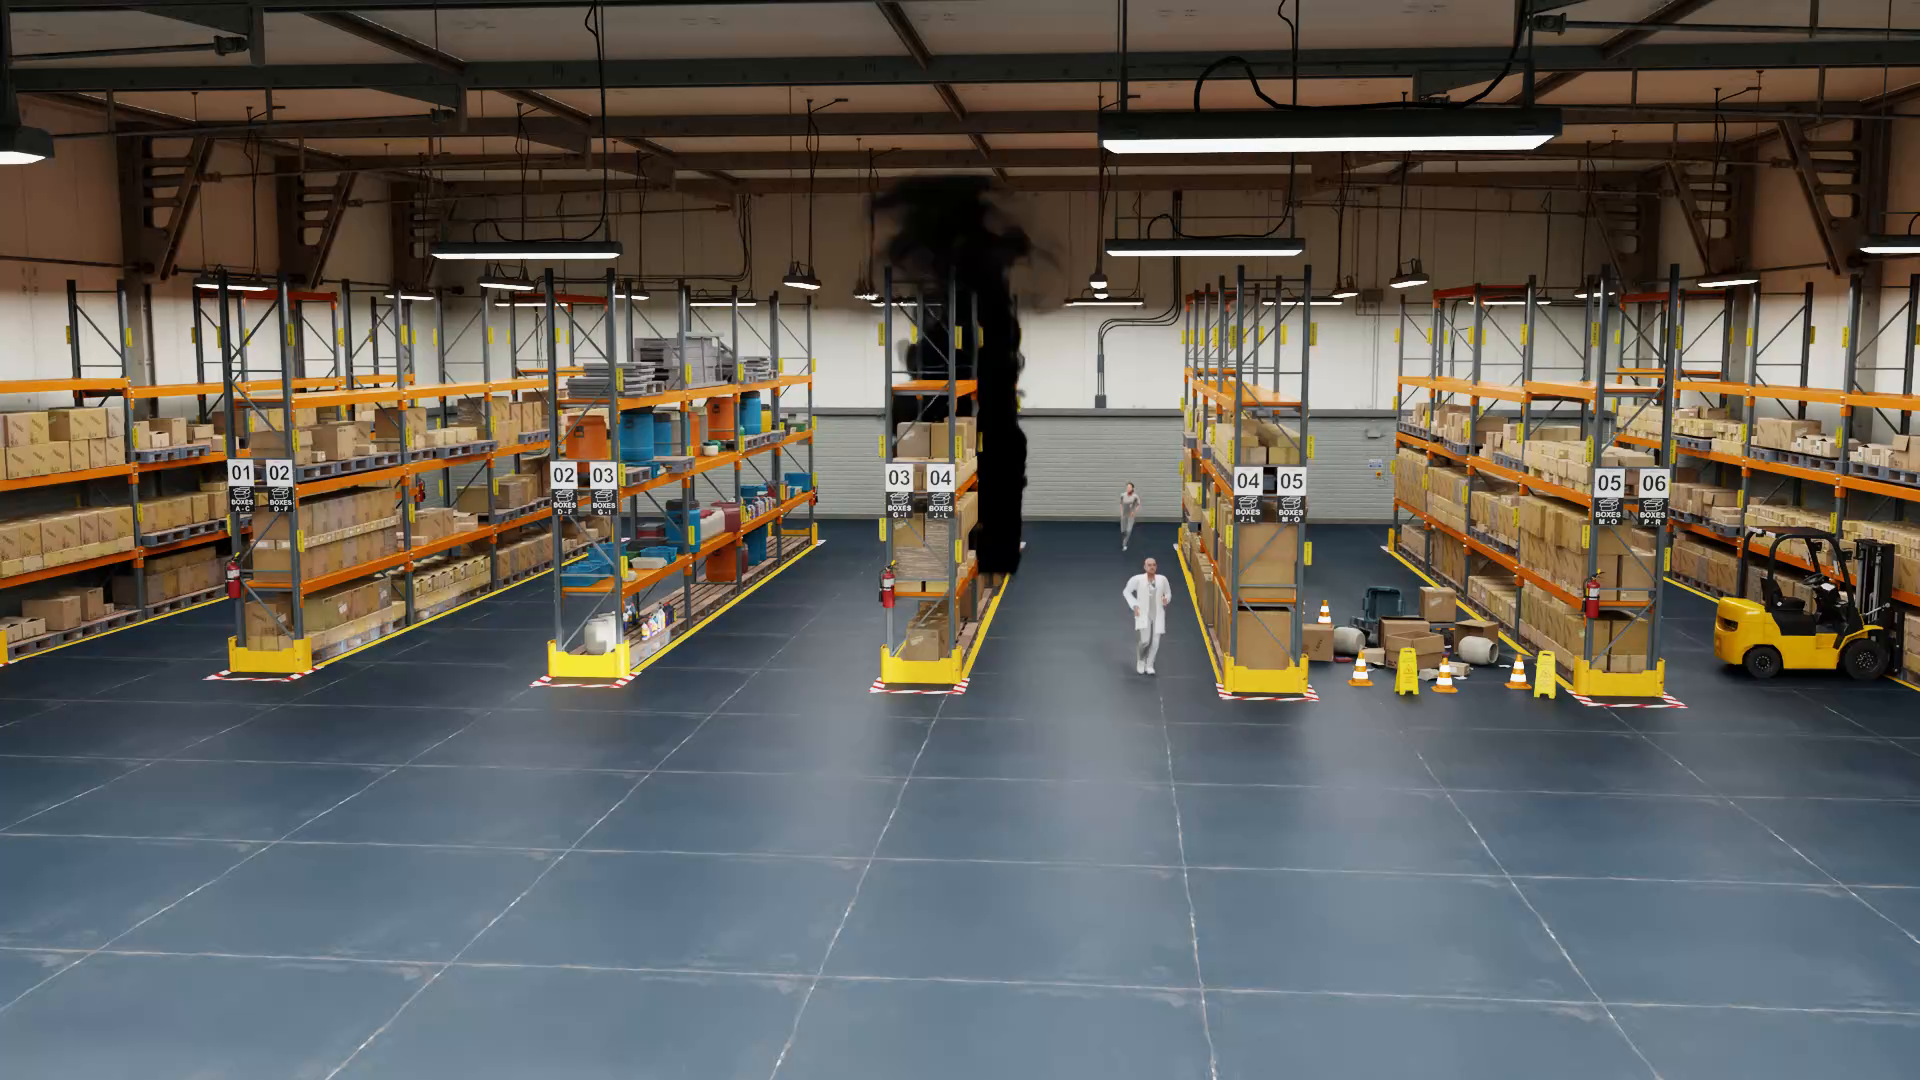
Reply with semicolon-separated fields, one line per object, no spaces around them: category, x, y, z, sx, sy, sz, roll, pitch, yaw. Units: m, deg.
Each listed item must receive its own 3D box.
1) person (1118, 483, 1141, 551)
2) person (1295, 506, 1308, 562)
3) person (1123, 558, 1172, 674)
person;4.007;-0.563;39.337;0.537;1.615;0.558;2;7;13
person;7.424;-0.356;37.257;0.642;1.706;0.542;0;7;-2
person;2.818;1.146;24.623;0.694;1.744;0.642;-1;7;-8
